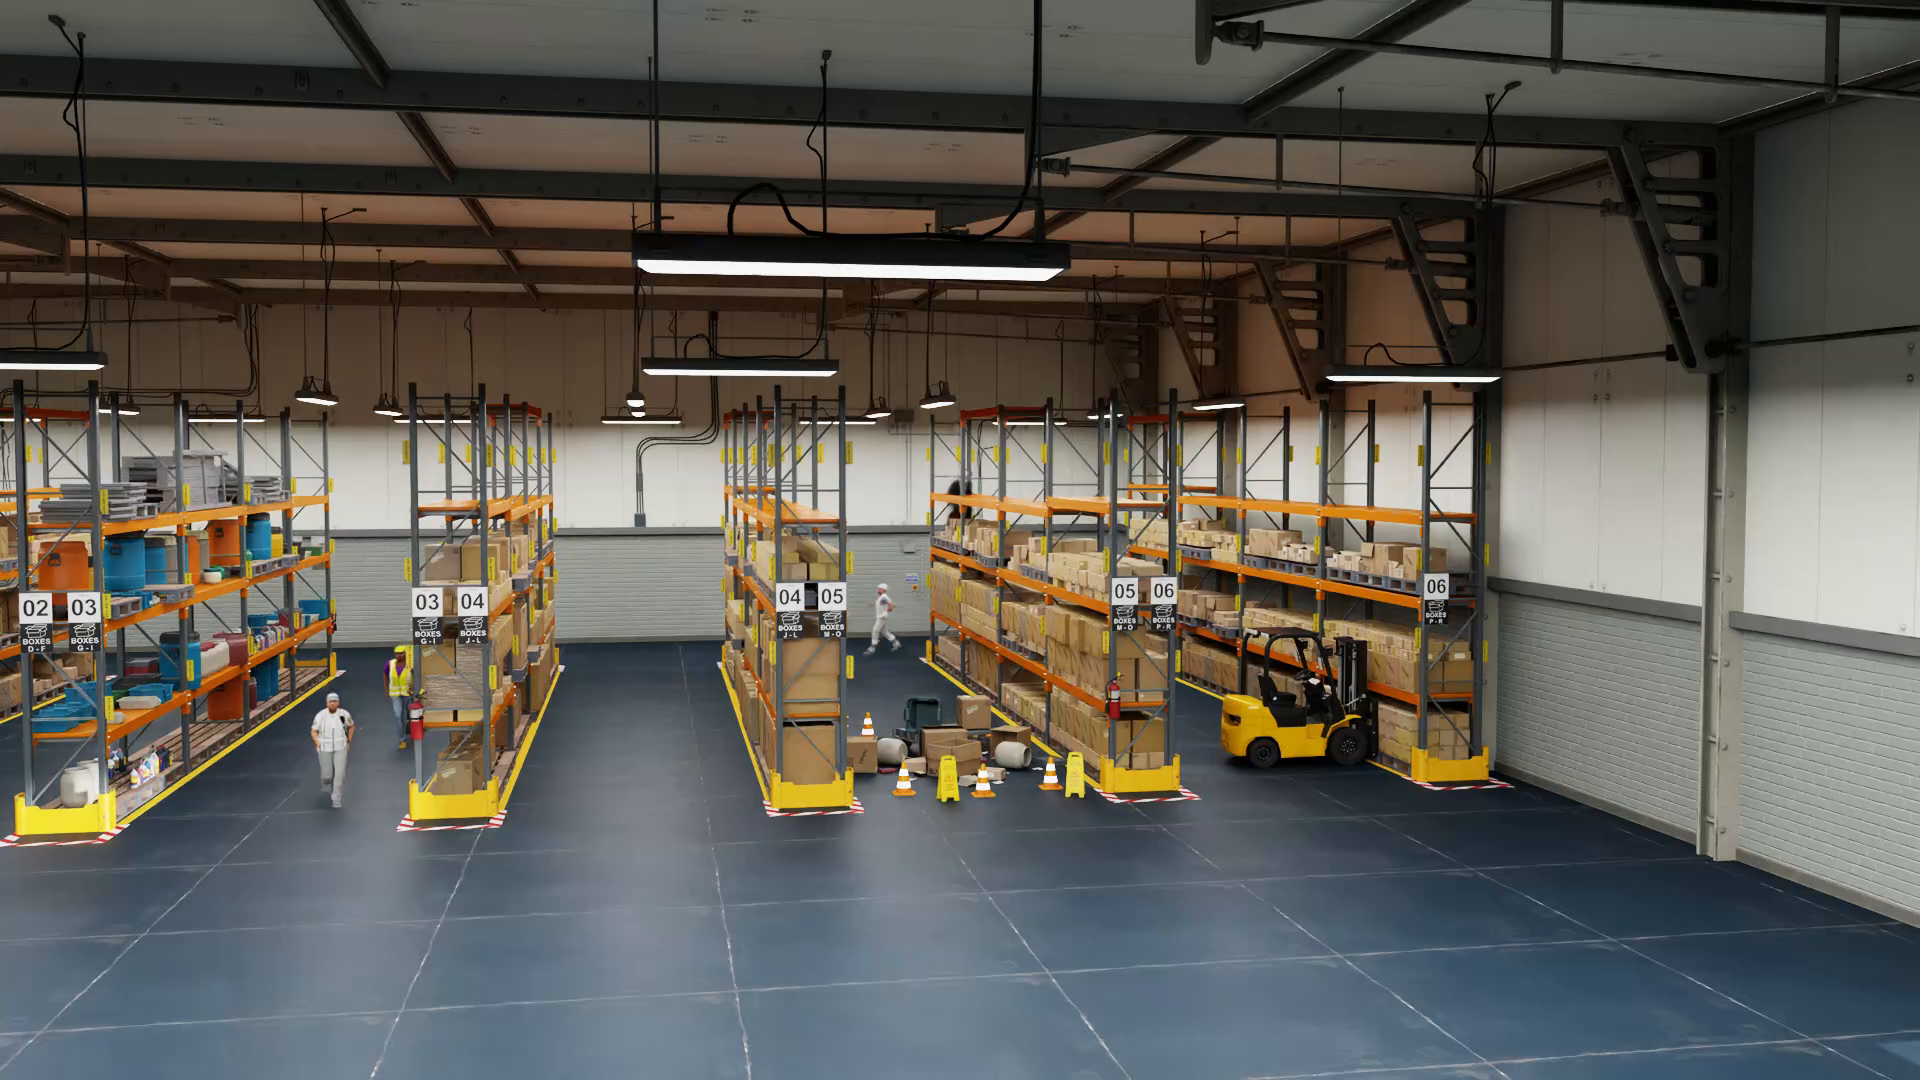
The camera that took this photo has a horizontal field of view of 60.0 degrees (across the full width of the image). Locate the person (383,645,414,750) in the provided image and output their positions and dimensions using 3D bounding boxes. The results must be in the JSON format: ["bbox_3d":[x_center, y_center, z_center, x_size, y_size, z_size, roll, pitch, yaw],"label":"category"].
[{"bbox_3d":[-9.598,2.679,28.674,0.726,1.753,0.975,0,3,-7],"label":"person"}]

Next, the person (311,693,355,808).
[{"bbox_3d":[-8.993,2.988,23.868,0.597,1.621,0.677,-1,3,-24],"label":"person"}]

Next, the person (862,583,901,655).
[{"bbox_3d":[-1.955,1.972,41.555,0.988,1.784,0.662,0,3,-6],"label":"person"}]
